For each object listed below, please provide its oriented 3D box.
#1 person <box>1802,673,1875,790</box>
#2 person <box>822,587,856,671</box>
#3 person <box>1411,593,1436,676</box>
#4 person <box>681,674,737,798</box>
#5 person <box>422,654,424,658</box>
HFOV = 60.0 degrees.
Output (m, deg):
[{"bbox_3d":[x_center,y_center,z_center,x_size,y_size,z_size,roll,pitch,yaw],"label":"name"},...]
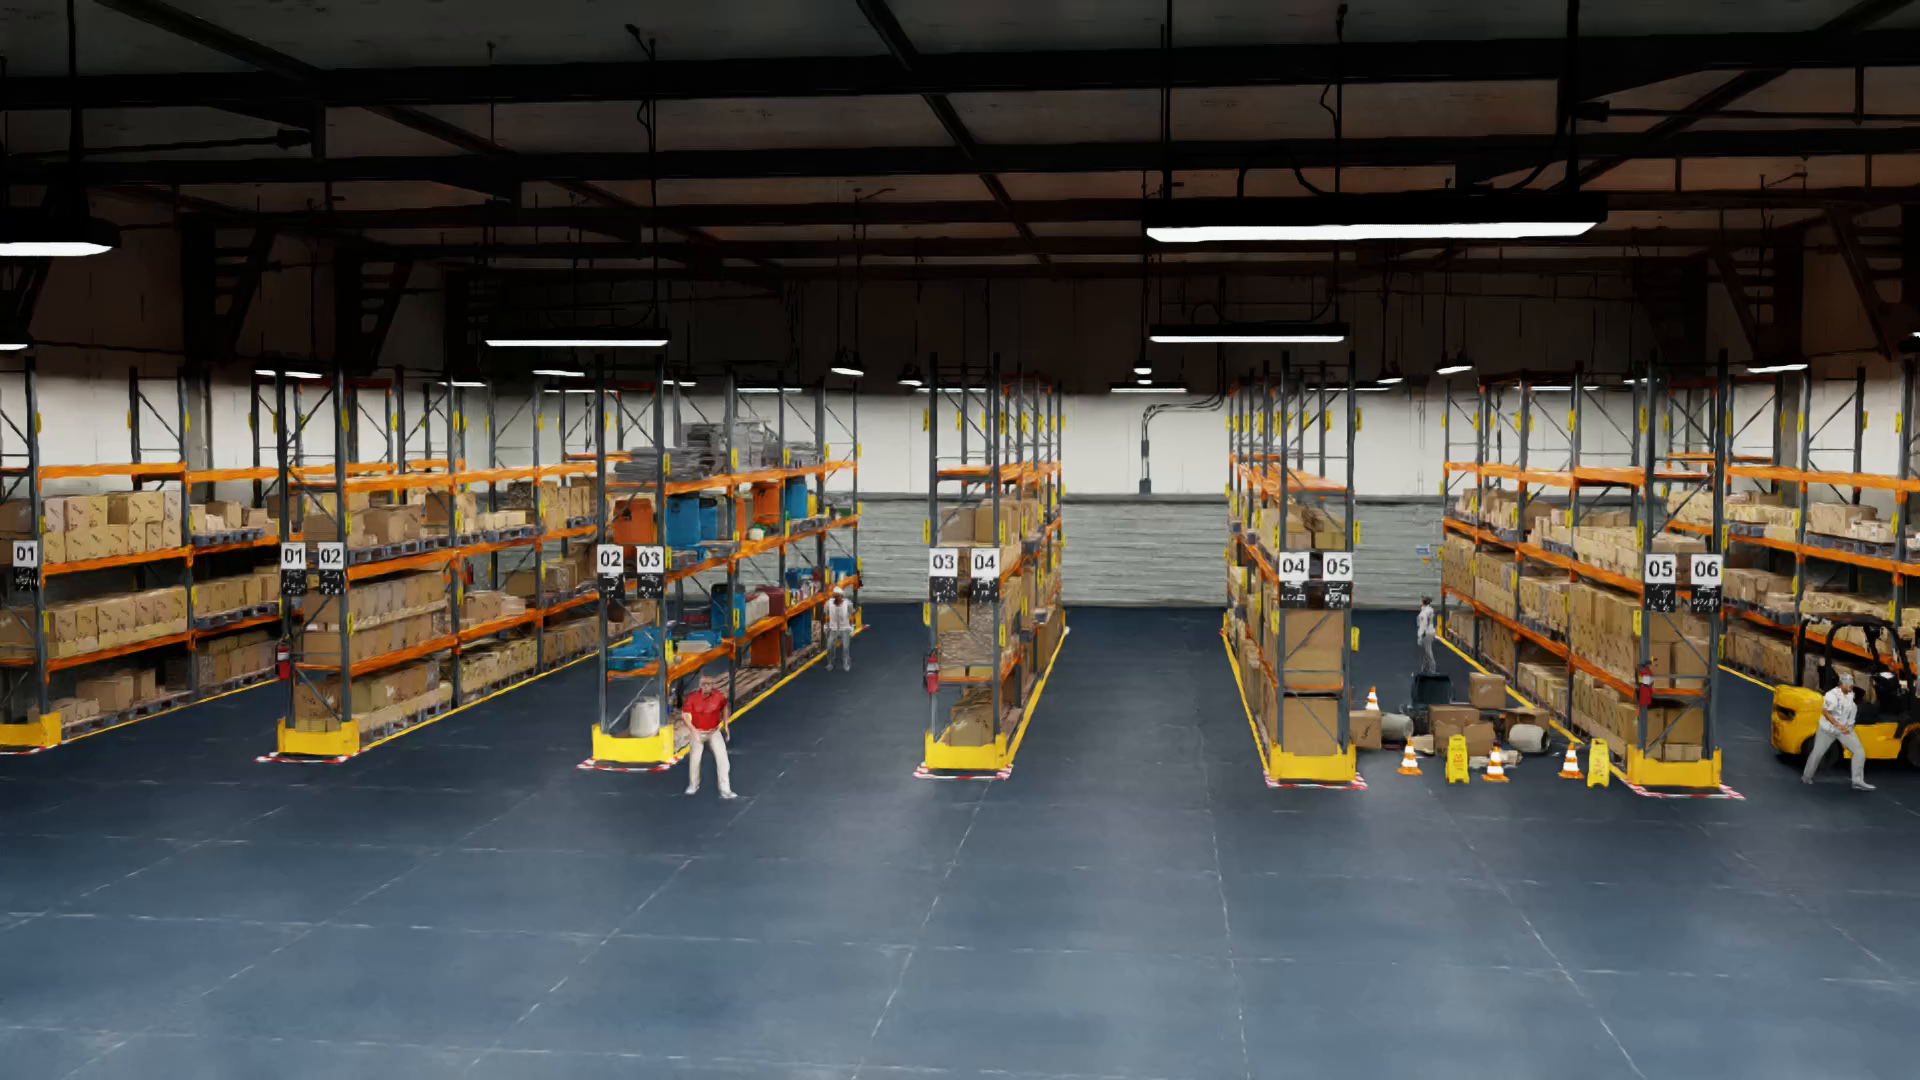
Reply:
[{"bbox_3d":[12.019,2.586,22.780,0.653,1.594,0.824,-1,4,-11],"label":"person"},{"bbox_3d":[-2.434,1.786,33.343,0.702,1.735,0.549,0,4,4],"label":"person"},{"bbox_3d":[9.036,1.868,32.331,0.549,1.664,0.573,2,5,31],"label":"person"},{"bbox_3d":[-3.375,2.592,22.232,0.705,1.661,0.833,-1,4,-12],"label":"person"},{"bbox_3d":[-10.940,1.797,33.165,0.728,1.733,0.546,0,4,5],"label":"person"}]
